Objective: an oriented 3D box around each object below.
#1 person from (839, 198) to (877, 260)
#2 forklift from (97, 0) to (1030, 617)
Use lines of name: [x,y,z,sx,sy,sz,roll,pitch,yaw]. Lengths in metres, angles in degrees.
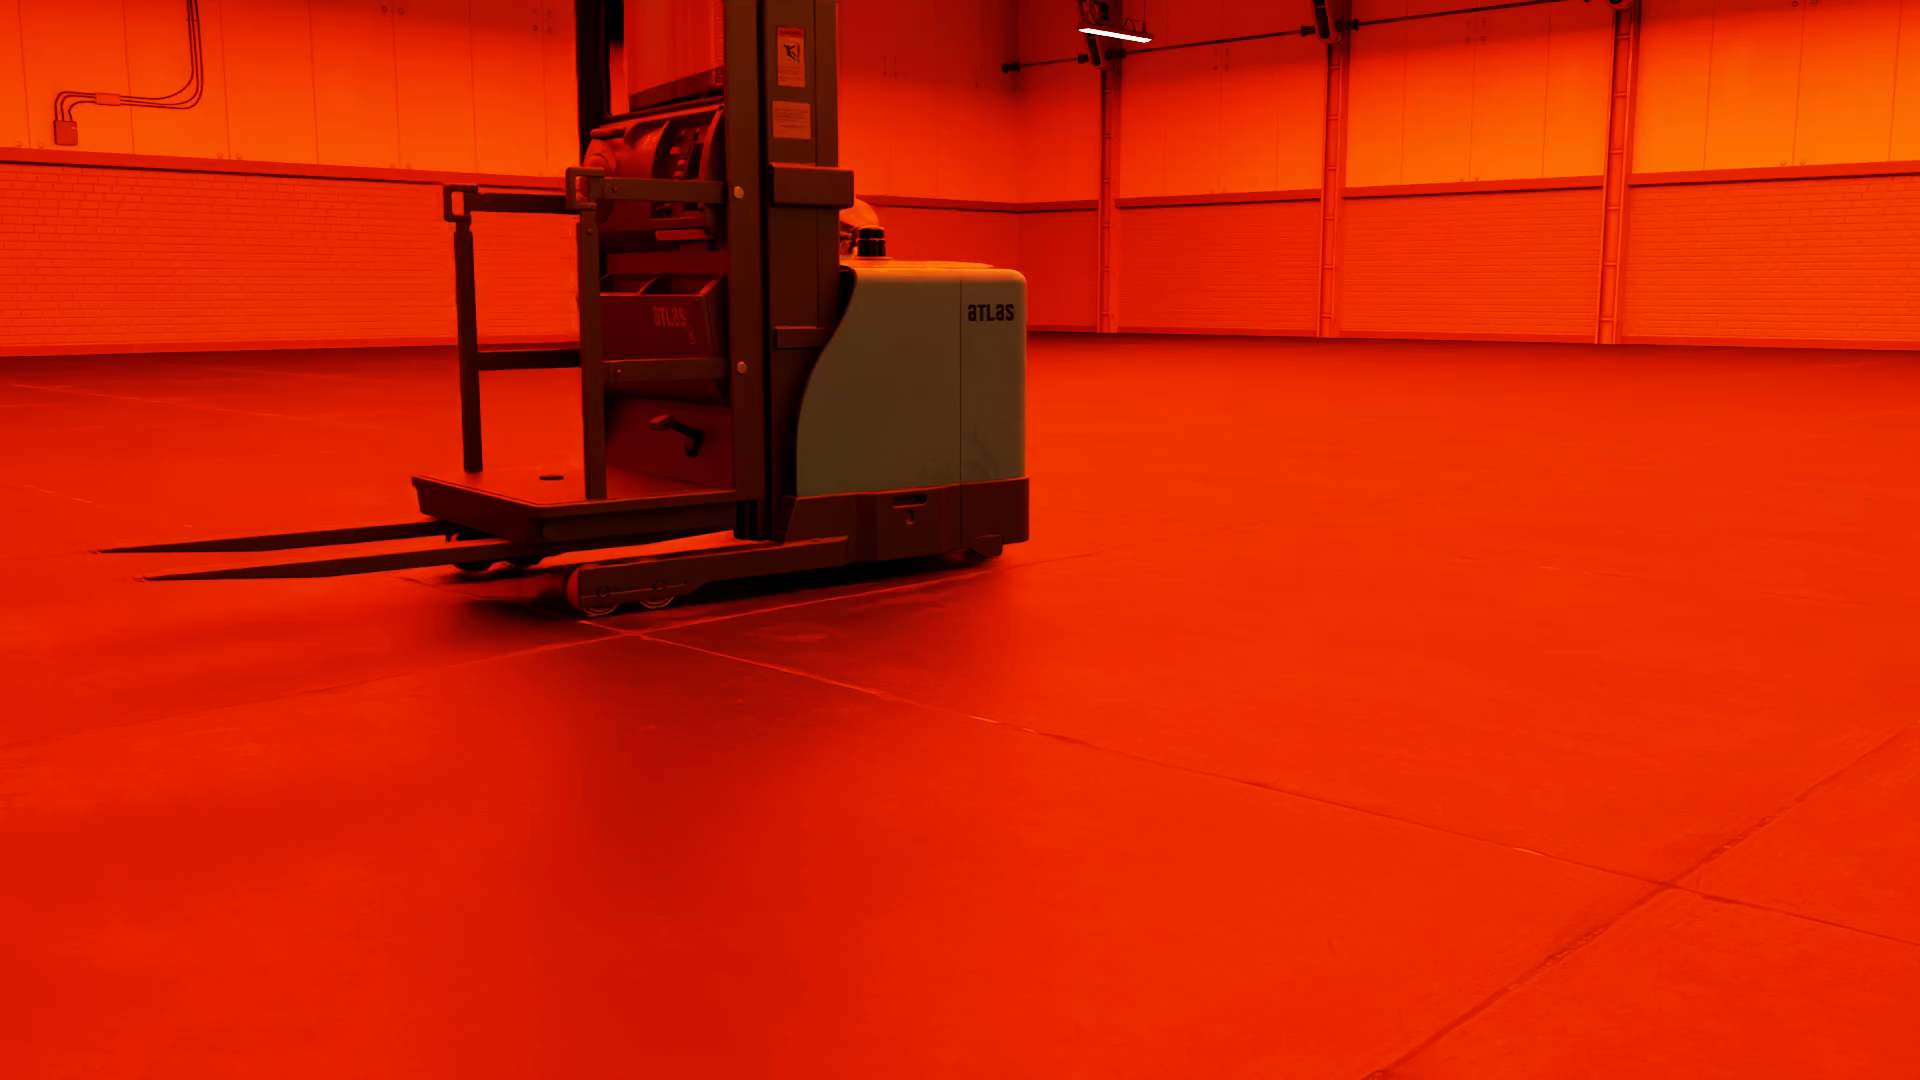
person: [-0.677,-0.819,7.022,0.759,1.536,0.882,6,10,34]
forklift: [-1.216,-1.301,5.513,3.031,2.935,1.130,-7,11,-37]
